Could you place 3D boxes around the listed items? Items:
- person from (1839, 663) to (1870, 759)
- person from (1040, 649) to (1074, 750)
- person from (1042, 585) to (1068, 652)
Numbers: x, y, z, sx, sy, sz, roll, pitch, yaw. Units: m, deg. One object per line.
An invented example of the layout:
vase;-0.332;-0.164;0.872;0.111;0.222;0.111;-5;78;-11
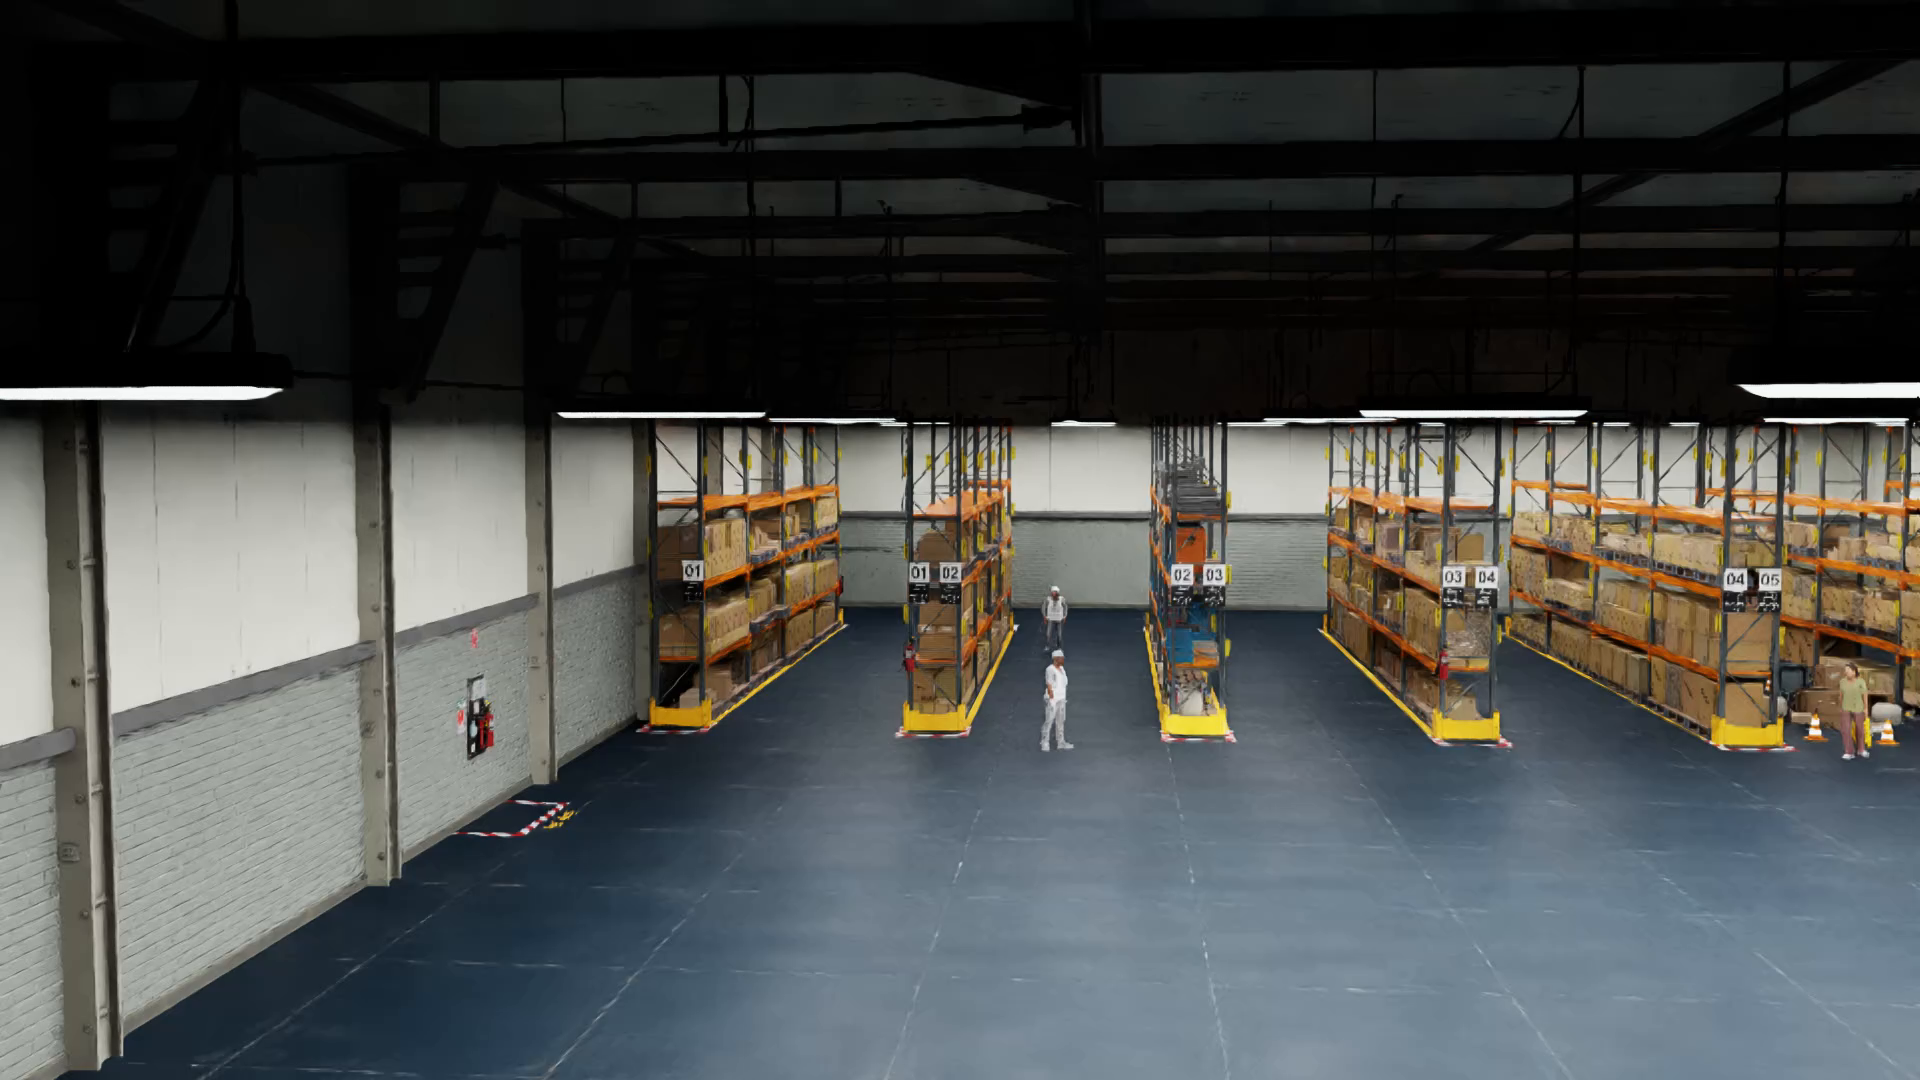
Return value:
person;15.548;2.954;28.900;0.504;1.657;0.565;3;5;41
person;1.705;2.834;29.551;0.479;1.789;0.646;2;4;31
person;2.422;2.011;42.477;0.677;1.726;0.574;0;4;3
